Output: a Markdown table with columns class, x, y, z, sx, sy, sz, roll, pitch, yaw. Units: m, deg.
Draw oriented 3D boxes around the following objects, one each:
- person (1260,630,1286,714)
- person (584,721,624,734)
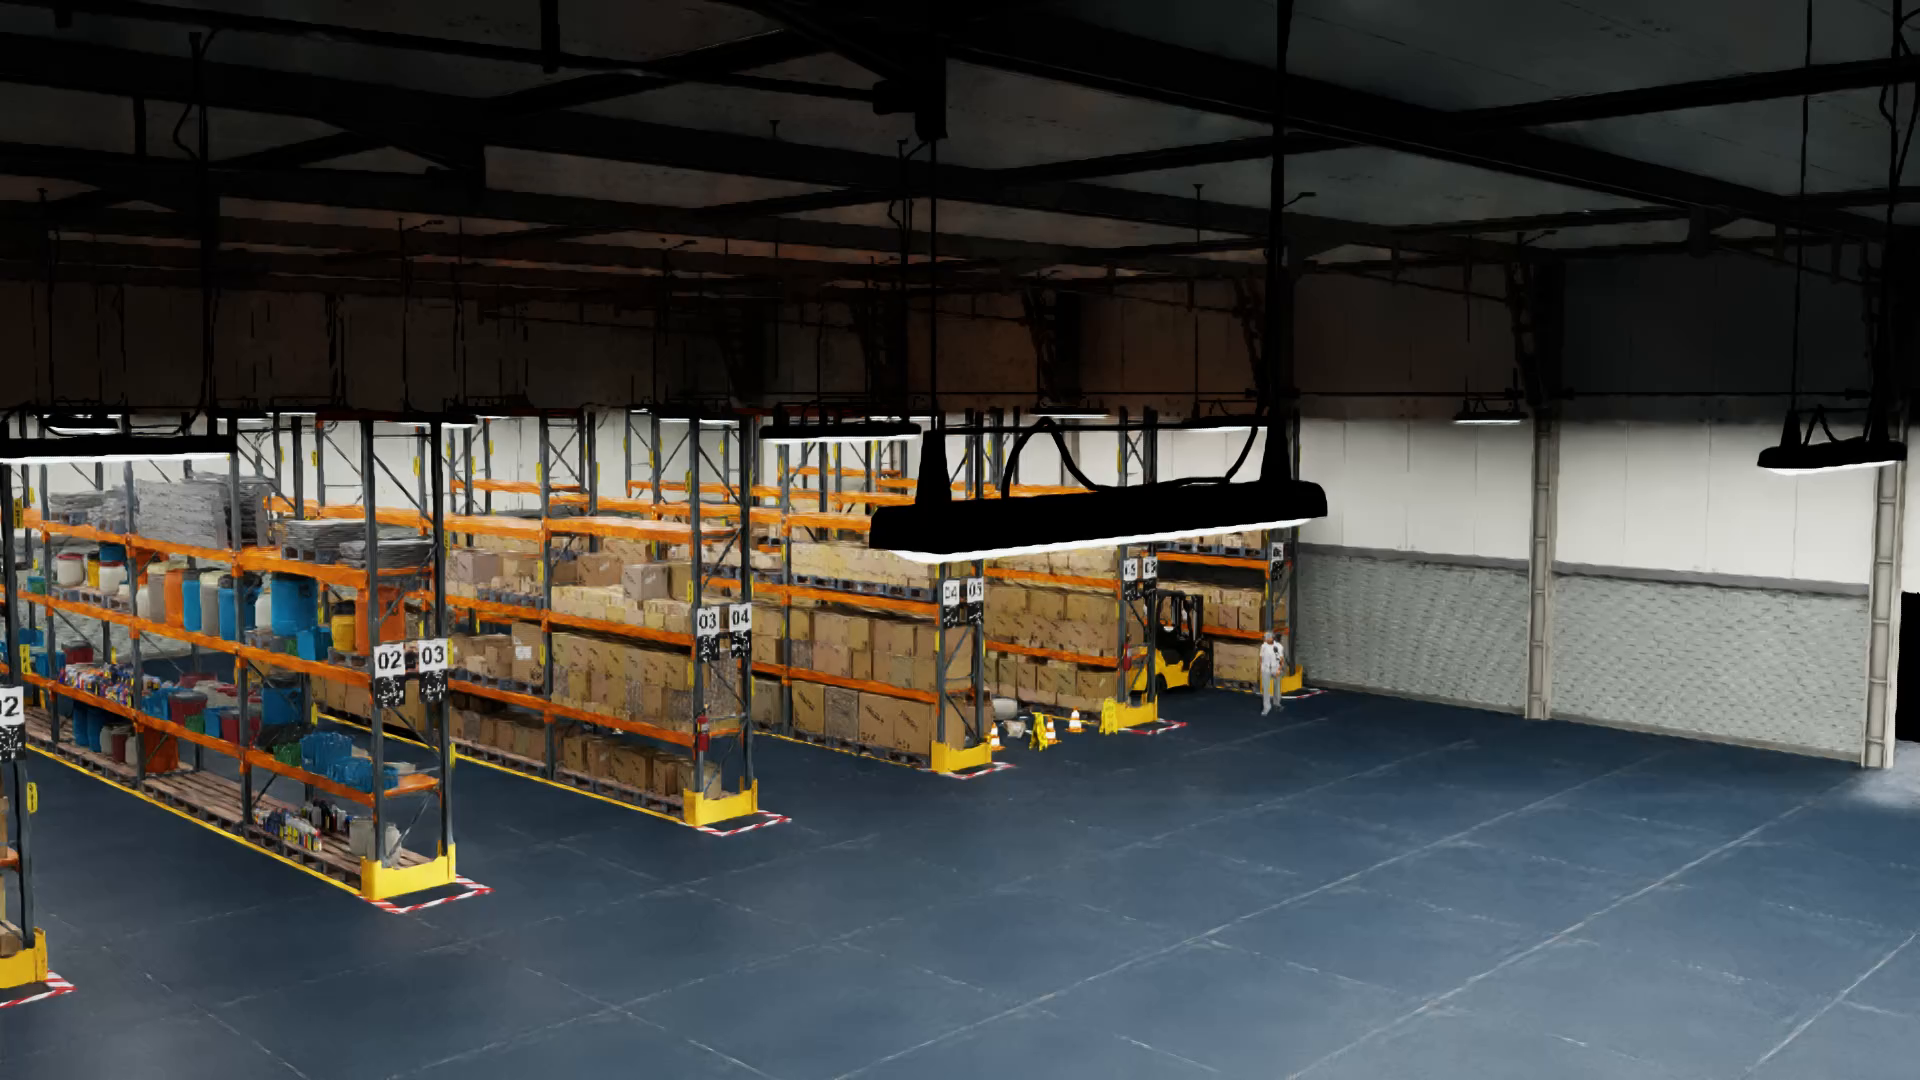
| class | x | y | z | sx | sy | sz | roll | pitch | yaw |
| --- | --- | --- | --- | --- | --- | --- | --- | --- | --- |
| person | 6.191 | 2.595 | 32.937 | 0.517 | 1.650 | 0.690 | 2 | 5 | 18 |
| person | -6.663 | 2.830 | 30.844 | 0.417 | 1.517 | 1.036 | -5 | 7 | -43 |
